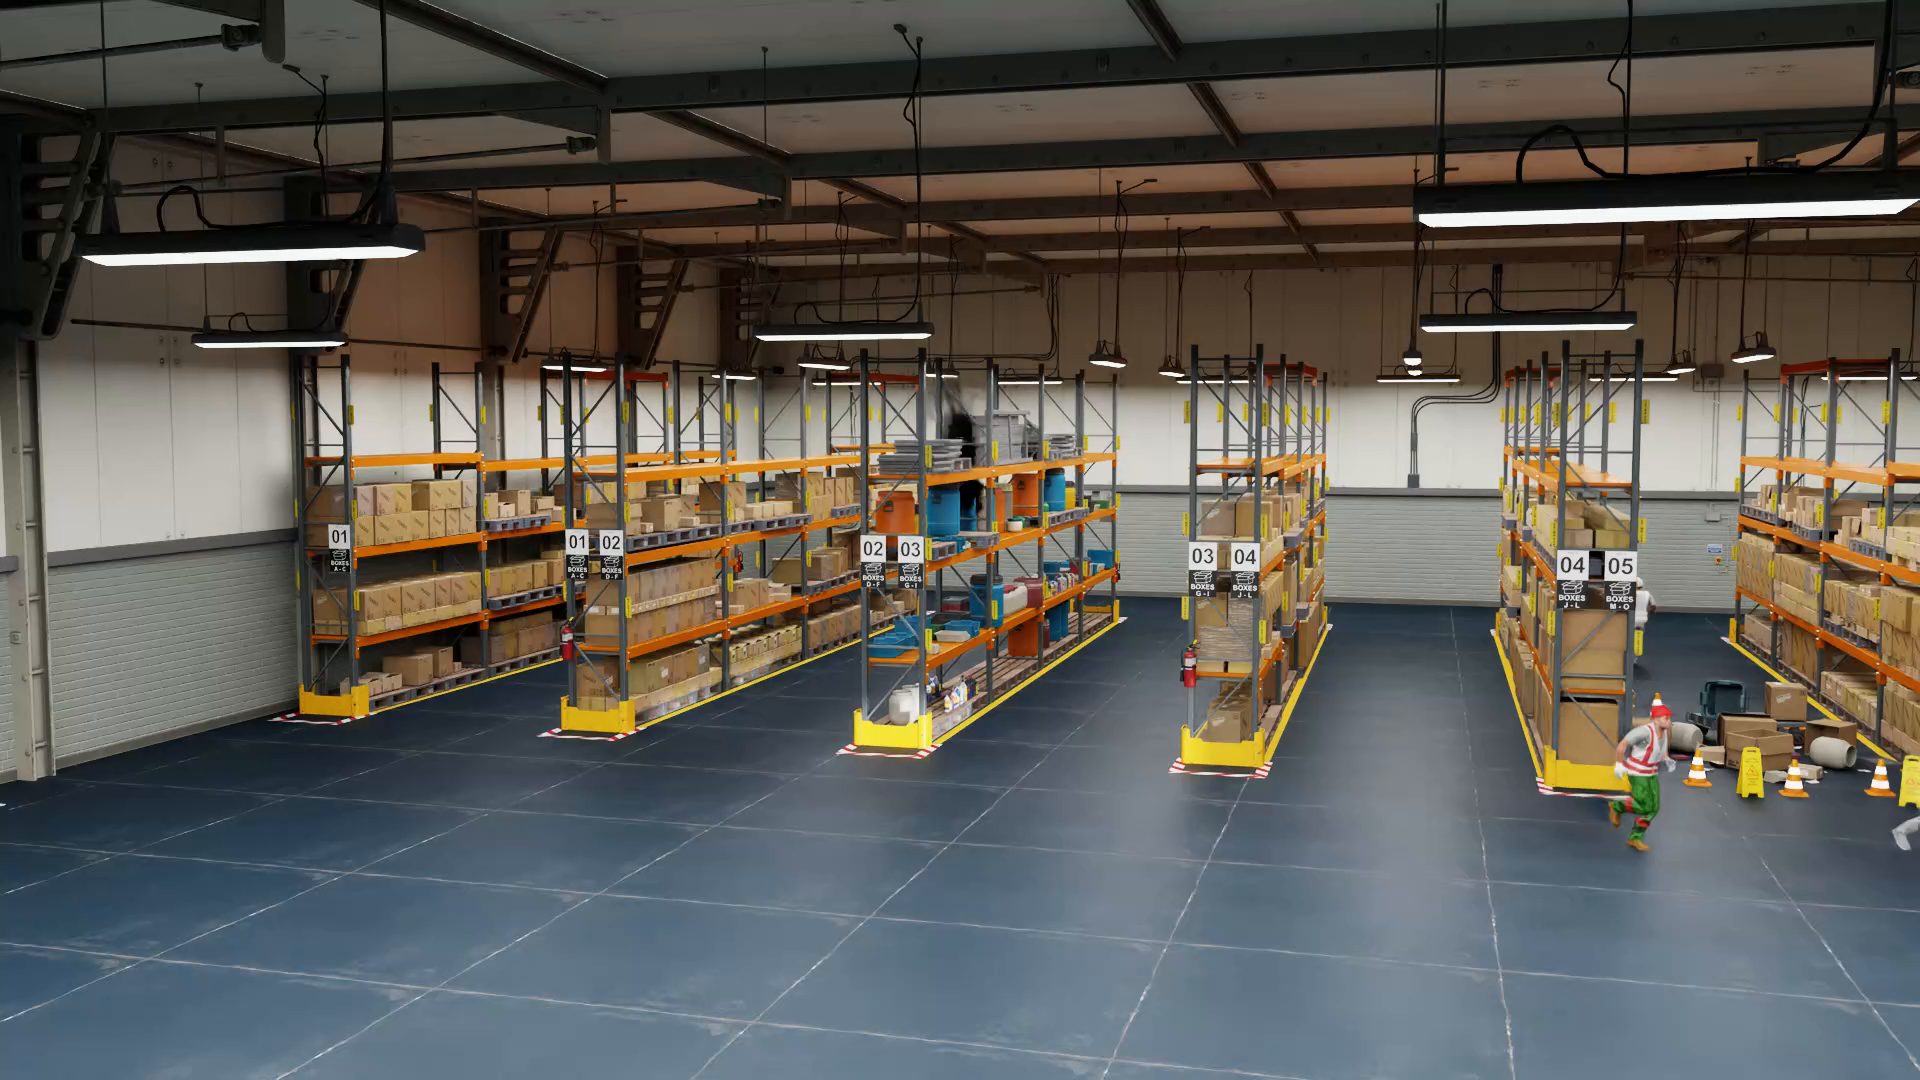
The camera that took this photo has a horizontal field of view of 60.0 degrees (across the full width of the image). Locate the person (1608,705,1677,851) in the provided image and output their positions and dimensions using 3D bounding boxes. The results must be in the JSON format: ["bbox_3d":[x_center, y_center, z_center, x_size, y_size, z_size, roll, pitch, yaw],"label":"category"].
[{"bbox_3d":[7.894,2.723,19.257,0.654,1.712,0.777,-3,5,-36],"label":"person"}]

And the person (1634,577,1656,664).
[{"bbox_3d":[13.624,1.623,33.466,0.685,1.741,0.597,1,4,9],"label":"person"}]

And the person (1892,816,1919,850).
[{"bbox_3d":[10.921,2.837,18.551,0.654,1.627,0.979,-3,5,-31],"label":"person"}]
